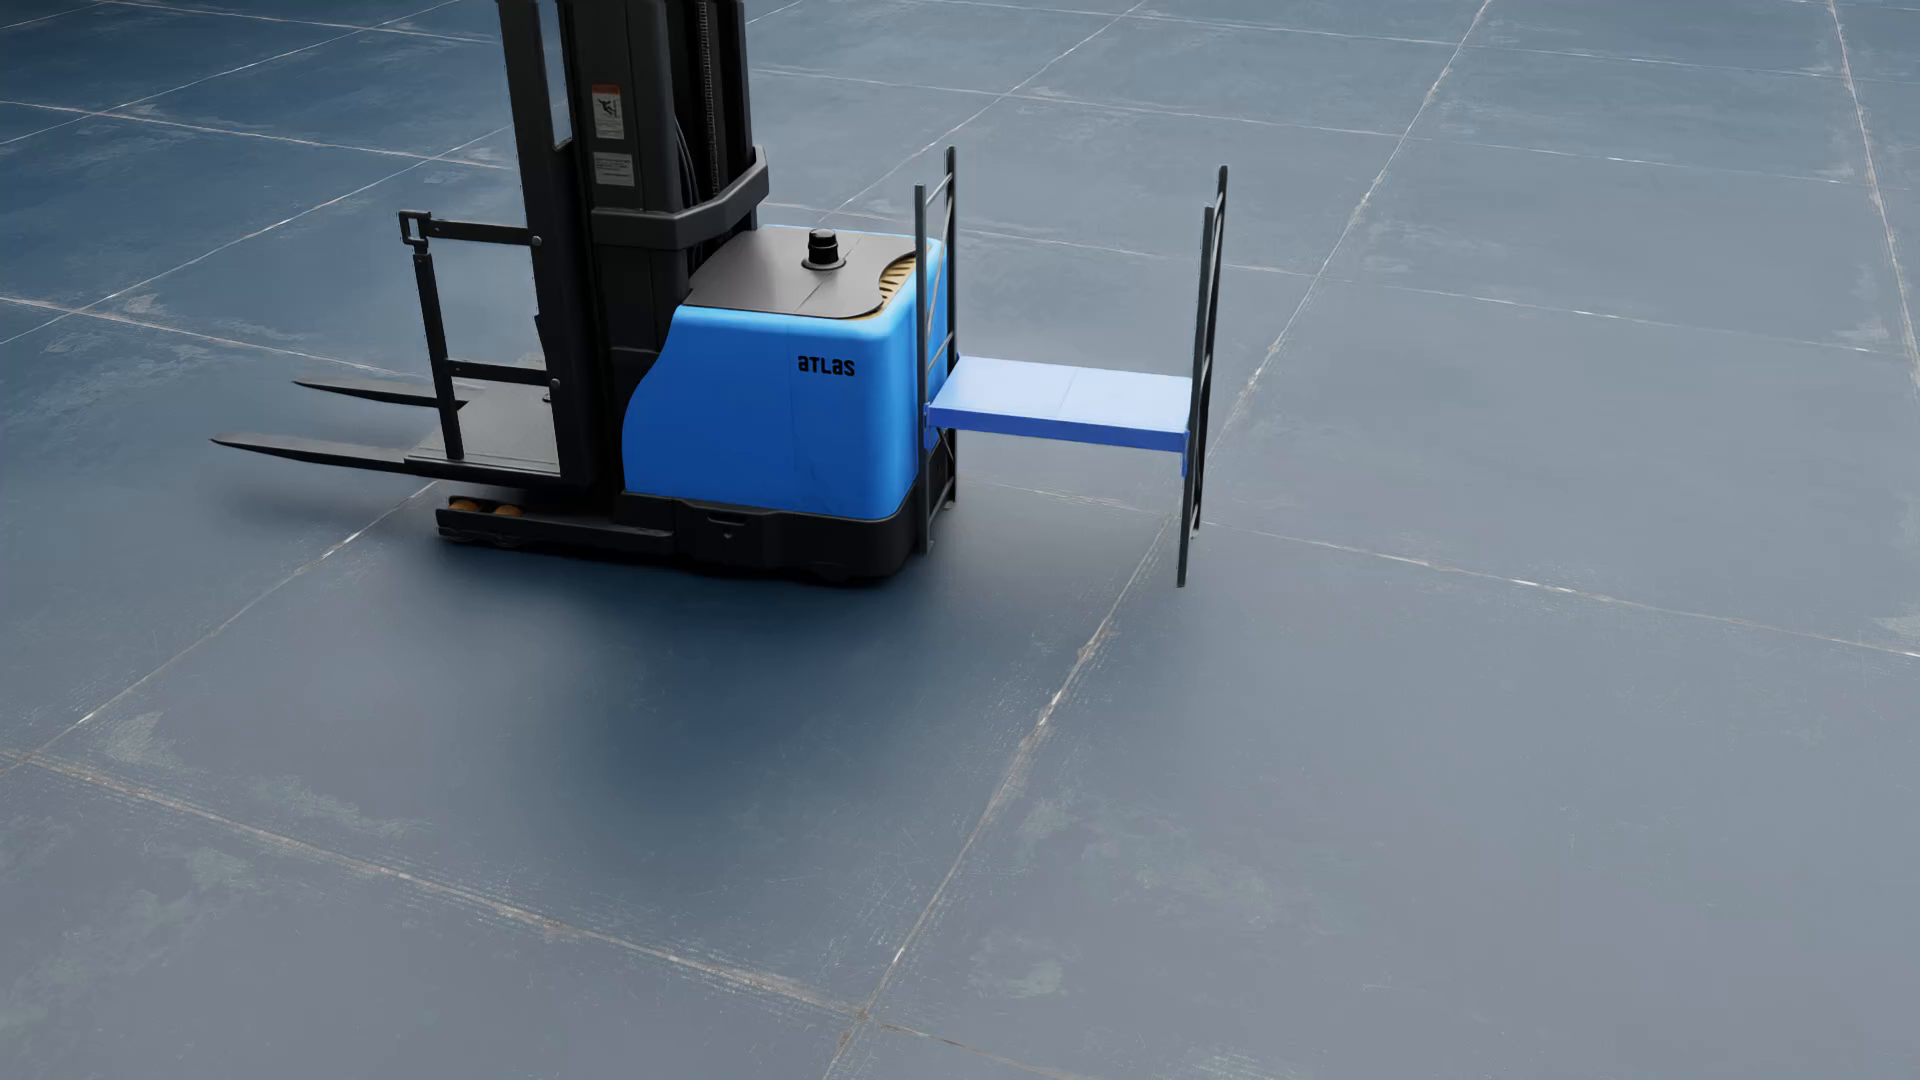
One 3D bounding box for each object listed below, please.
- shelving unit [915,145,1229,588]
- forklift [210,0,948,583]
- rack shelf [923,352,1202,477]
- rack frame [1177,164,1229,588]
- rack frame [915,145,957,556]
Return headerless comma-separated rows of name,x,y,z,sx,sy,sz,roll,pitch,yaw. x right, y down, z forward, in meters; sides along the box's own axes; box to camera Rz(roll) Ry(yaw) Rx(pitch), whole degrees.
shelving unit,0.408,-0.650,6.300,1.048,1.500,0.538,7,30,12
forklift,-1.599,-1.488,6.329,3.031,2.935,1.130,7,30,12
rack shelf,0.408,-0.493,6.389,1.000,0.185,0.538,7,30,12
rack frame,0.902,-0.590,6.195,0.032,1.500,0.500,7,30,12
rack frame,-0.085,-0.709,6.405,0.032,1.500,0.500,7,30,12
